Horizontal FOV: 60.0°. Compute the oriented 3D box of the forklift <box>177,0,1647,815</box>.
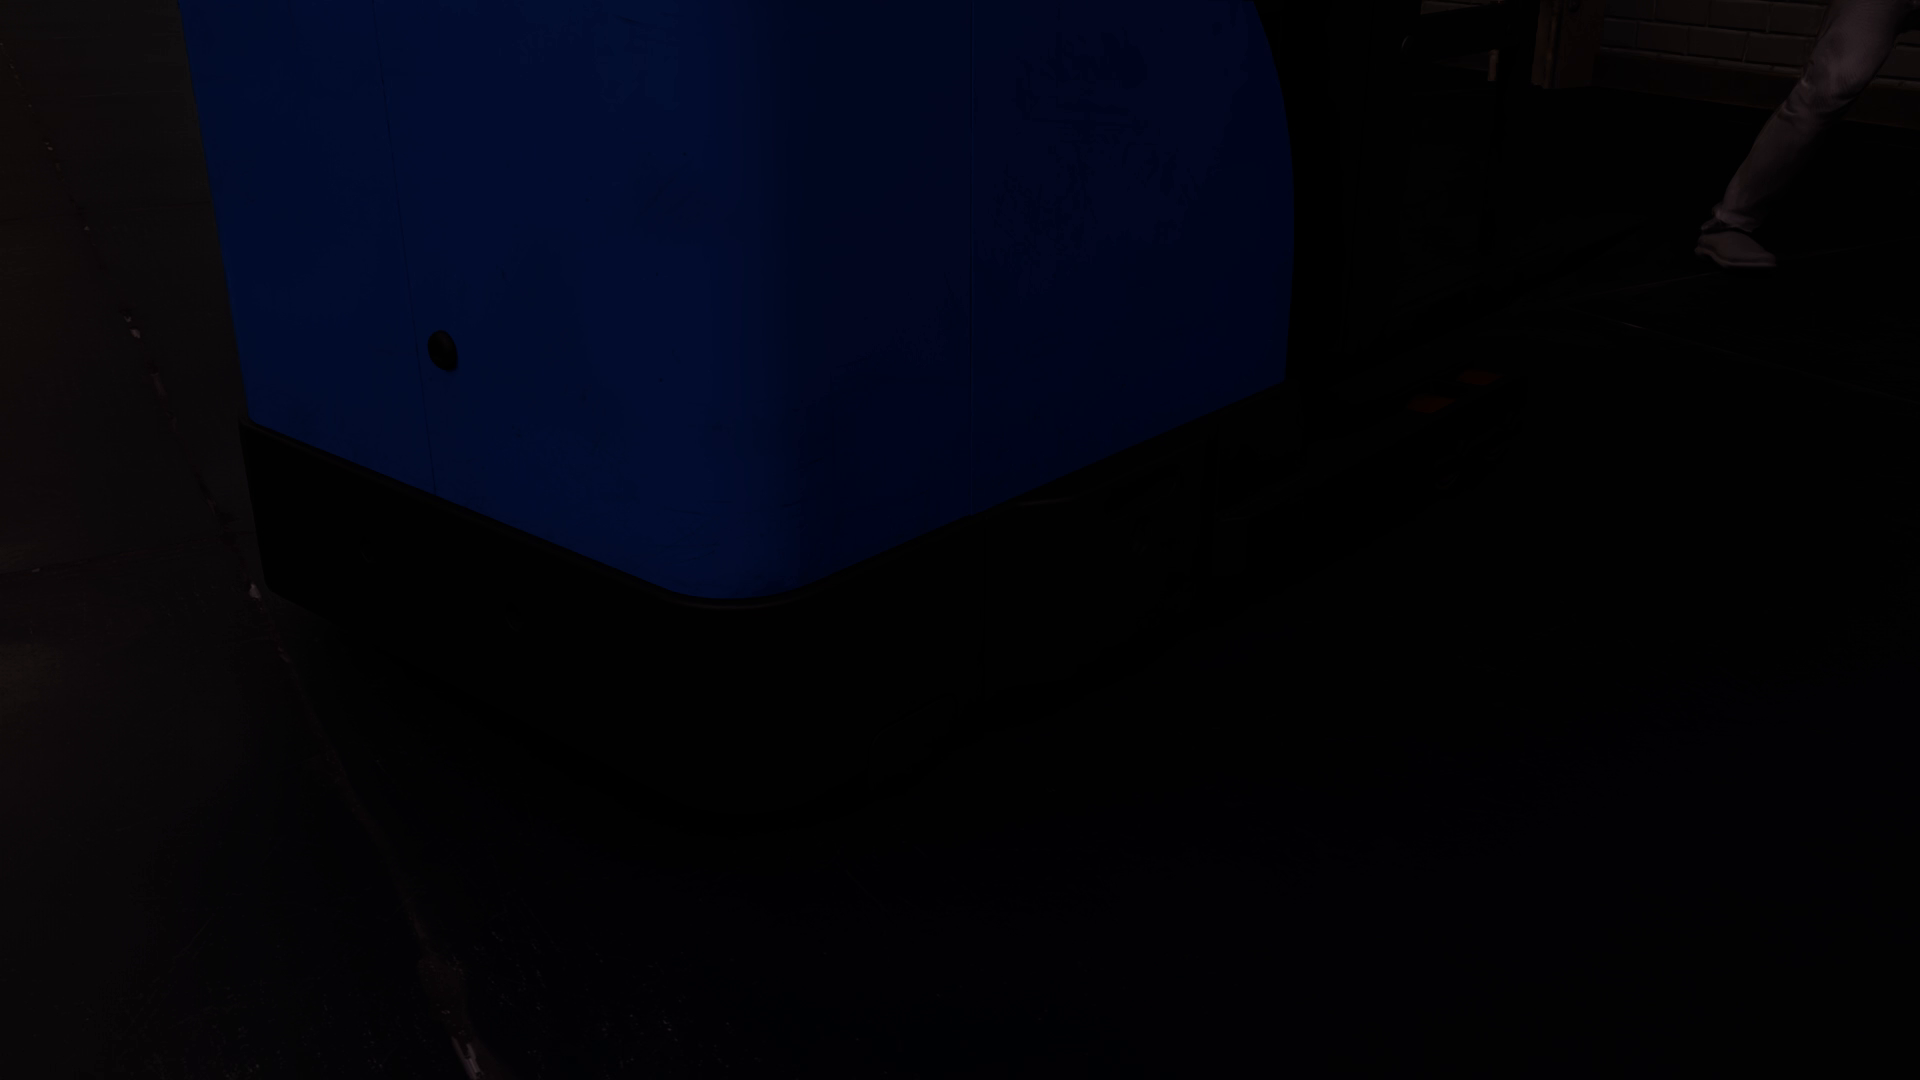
[{"bbox_3d":[0.368,-1.550,2.551,1.130,2.935,3.031,18,28,37],"label":"forklift"}]

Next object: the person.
[{"bbox_3d":[2.484,-1.449,4.132,1.020,1.550,0.780,2,22,5],"label":"person"}]
